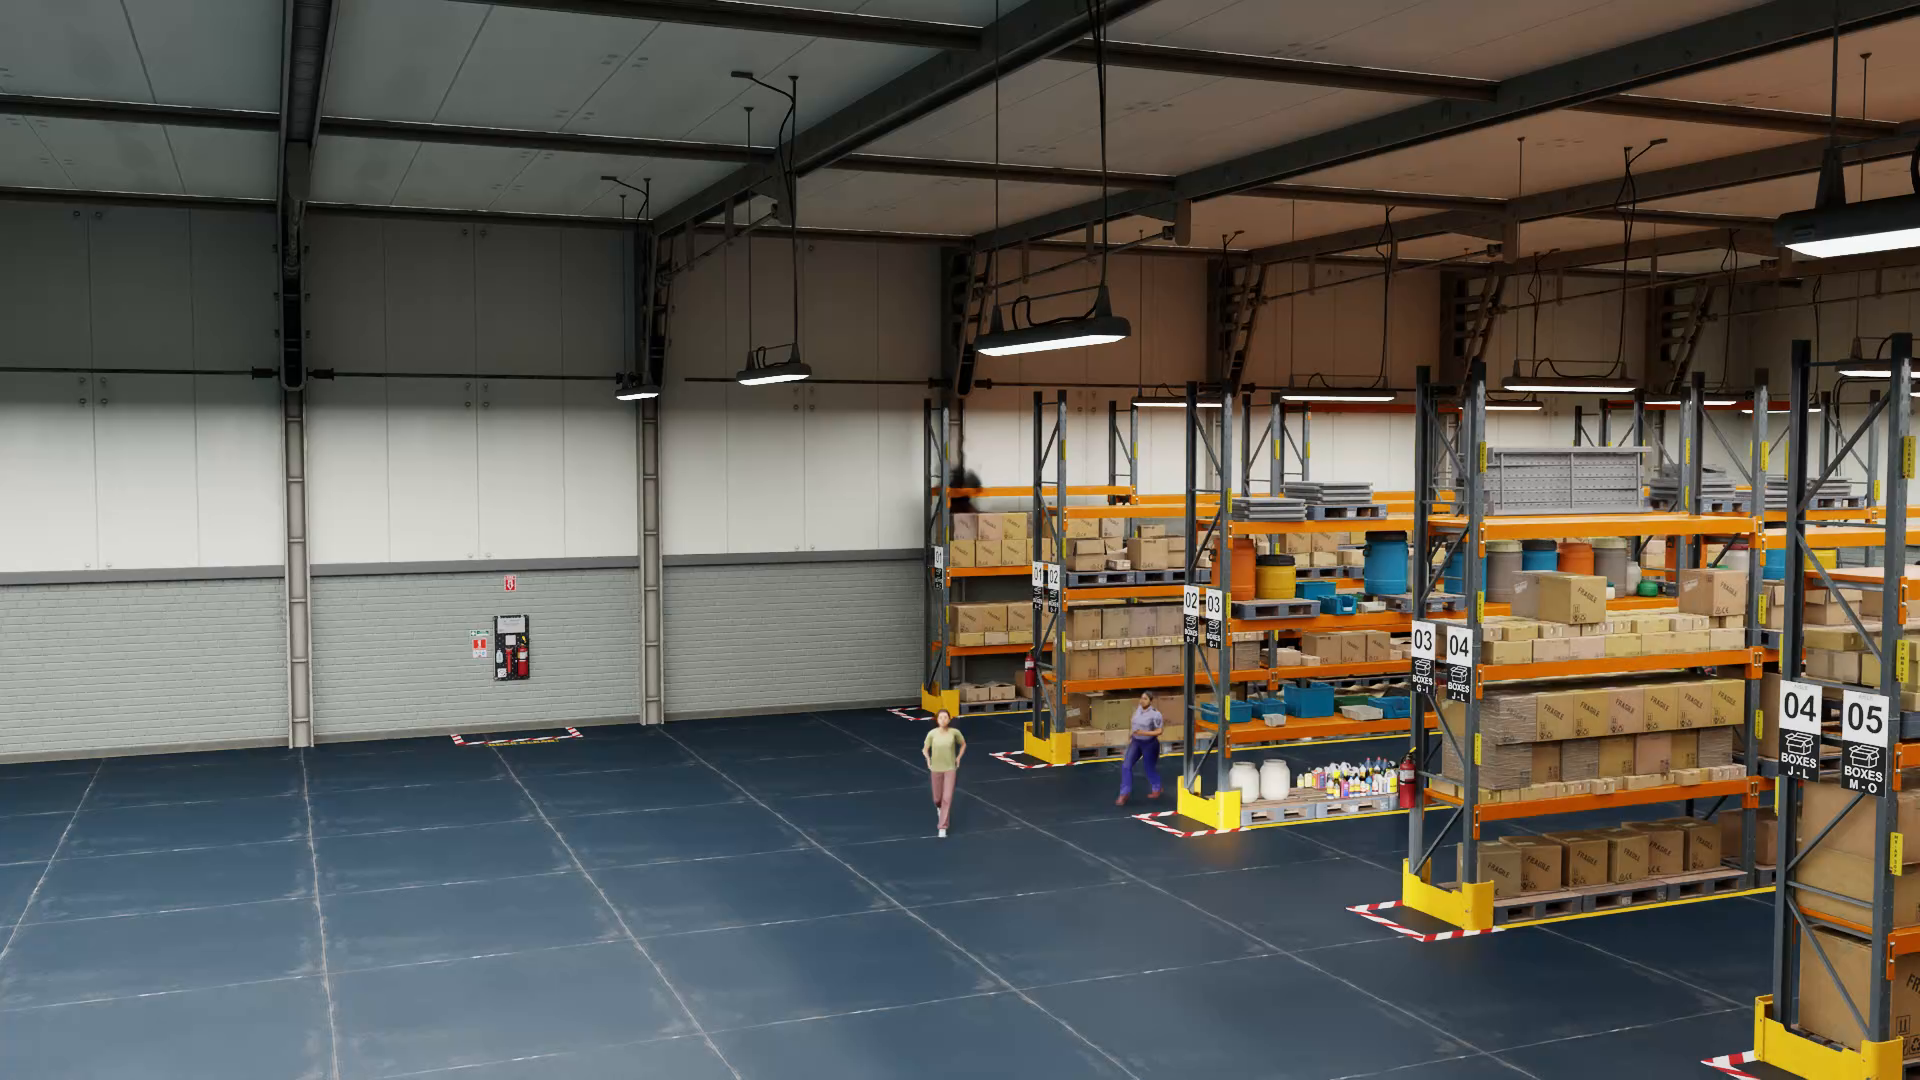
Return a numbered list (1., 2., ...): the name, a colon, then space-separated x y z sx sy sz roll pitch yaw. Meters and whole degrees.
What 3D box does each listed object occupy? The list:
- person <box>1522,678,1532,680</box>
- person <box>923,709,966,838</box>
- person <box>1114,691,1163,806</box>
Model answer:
1. person: 9.333 2.663 27.710 0.573 1.725 0.712 -2 4 -28
2. person: -0.207 3.057 22.049 0.579 1.653 0.791 0 3 2
3. person: 2.678 2.967 23.731 0.631 1.673 0.816 3 5 44
